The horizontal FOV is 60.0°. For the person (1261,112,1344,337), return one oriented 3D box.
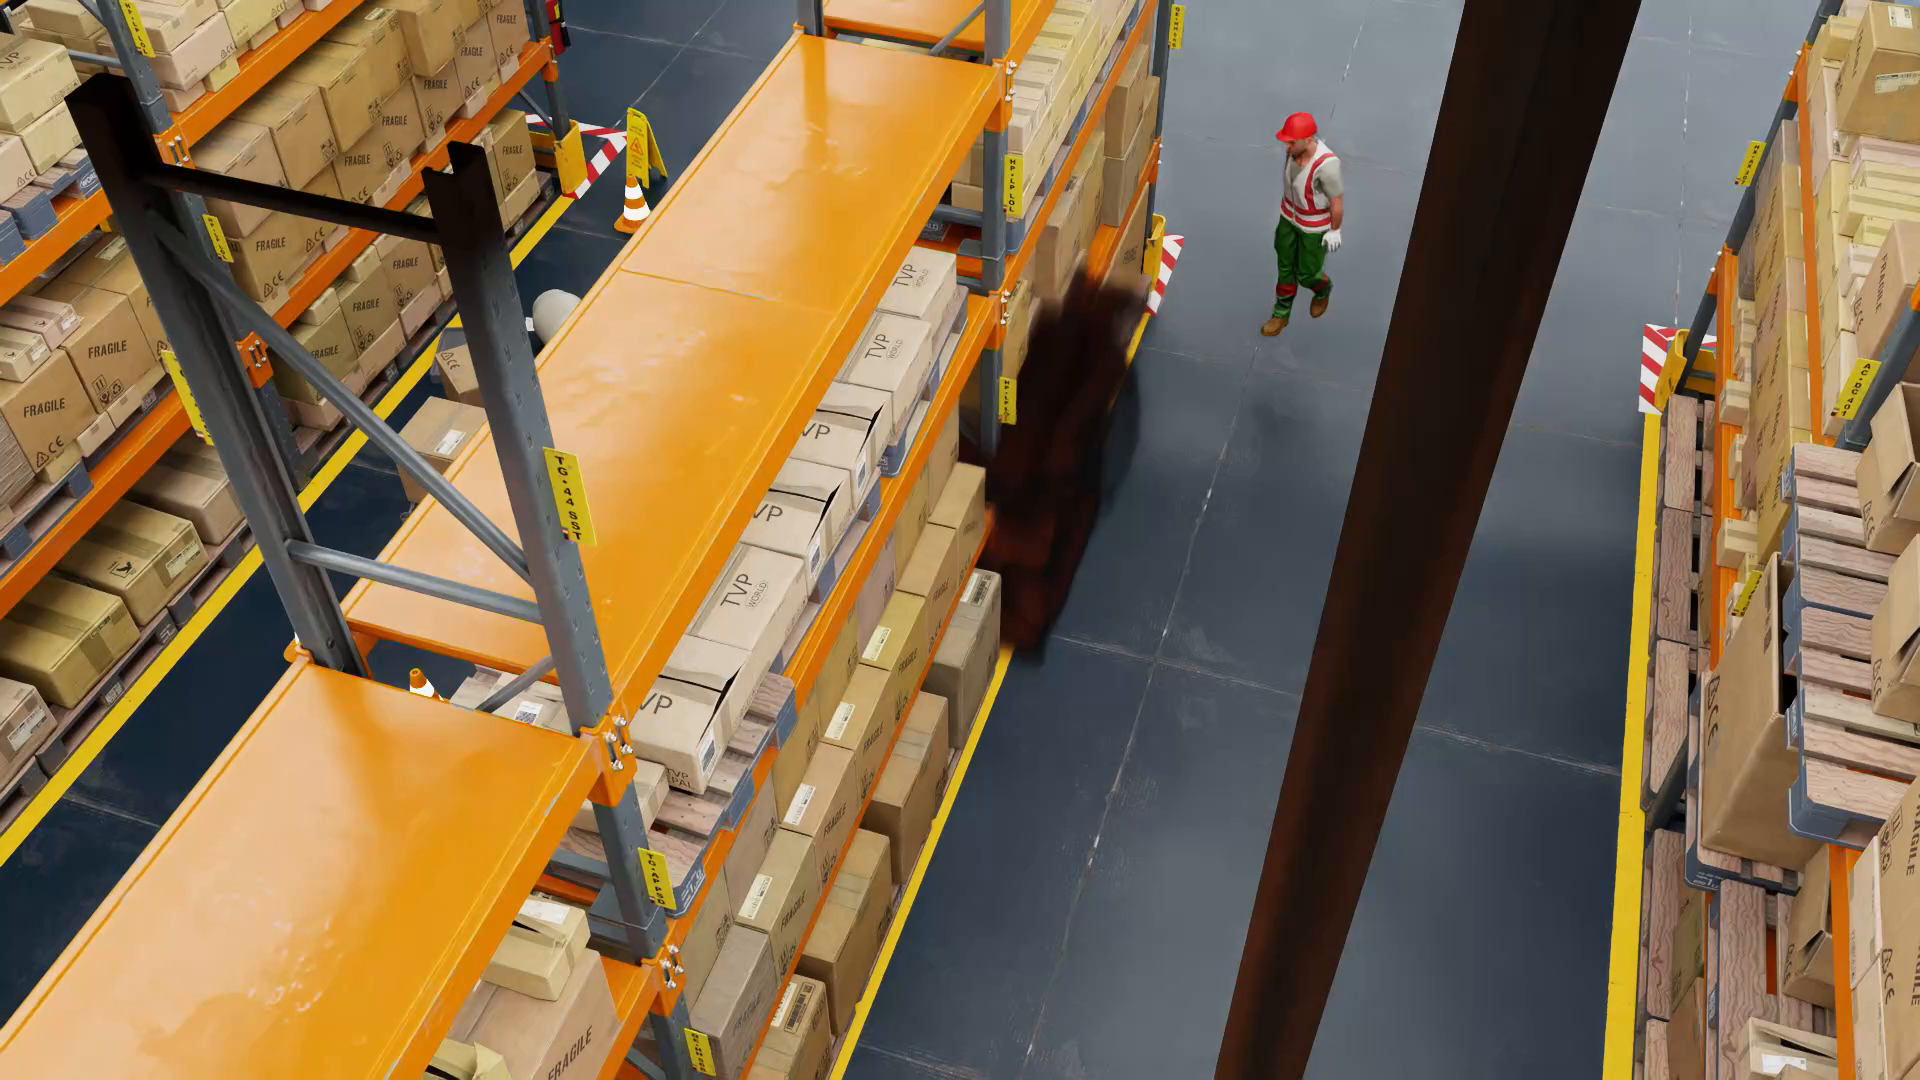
[{"bbox_3d":[2.469,-2.229,11.674,0.673,1.783,0.566,-31,53,-27],"label":"person"}]
